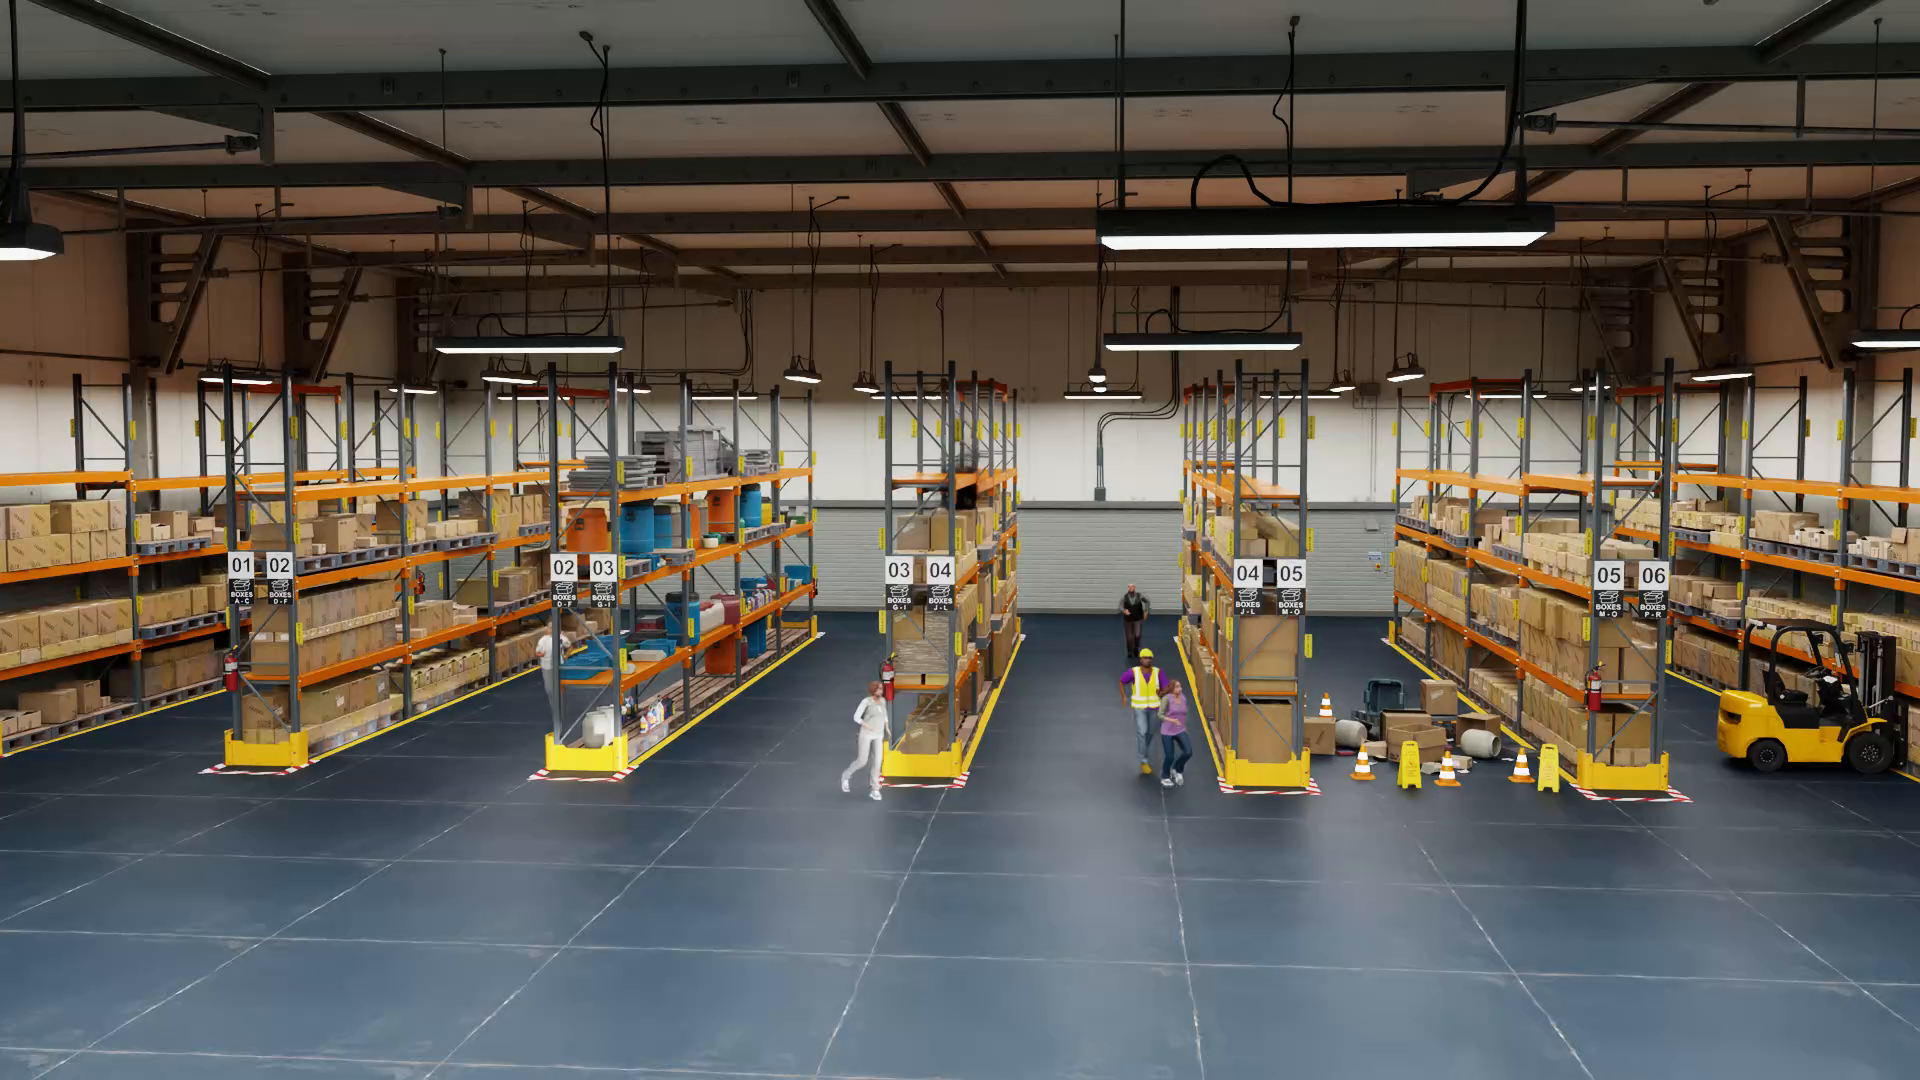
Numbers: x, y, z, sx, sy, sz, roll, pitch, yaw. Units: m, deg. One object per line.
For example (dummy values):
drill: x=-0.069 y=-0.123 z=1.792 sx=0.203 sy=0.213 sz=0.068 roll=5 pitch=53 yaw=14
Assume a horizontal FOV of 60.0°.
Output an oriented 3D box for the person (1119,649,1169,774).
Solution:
person: x=2.731 y=2.476 z=24.490 sx=0.705 sy=1.765 sz=0.961 roll=-1 pitch=4 yaw=-9

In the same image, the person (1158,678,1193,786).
person: x=3.002 y=2.692 z=23.181 sx=0.560 sy=1.548 sz=0.664 roll=-2 pitch=4 yaw=-22

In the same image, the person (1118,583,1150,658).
person: x=3.783 y=1.761 z=36.224 sx=0.672 sy=1.670 sz=0.792 roll=1 pitch=4 yaw=10

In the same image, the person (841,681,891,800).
person: x=-1.191 y=2.703 z=22.743 sx=0.613 sy=1.568 sz=0.825 roll=-3 pitch=5 yaw=-39

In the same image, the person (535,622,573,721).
person: x=-7.061 y=2.247 z=28.844 sx=0.602 sy=1.654 sz=0.913 roll=0 pitch=4 yaw=-3
